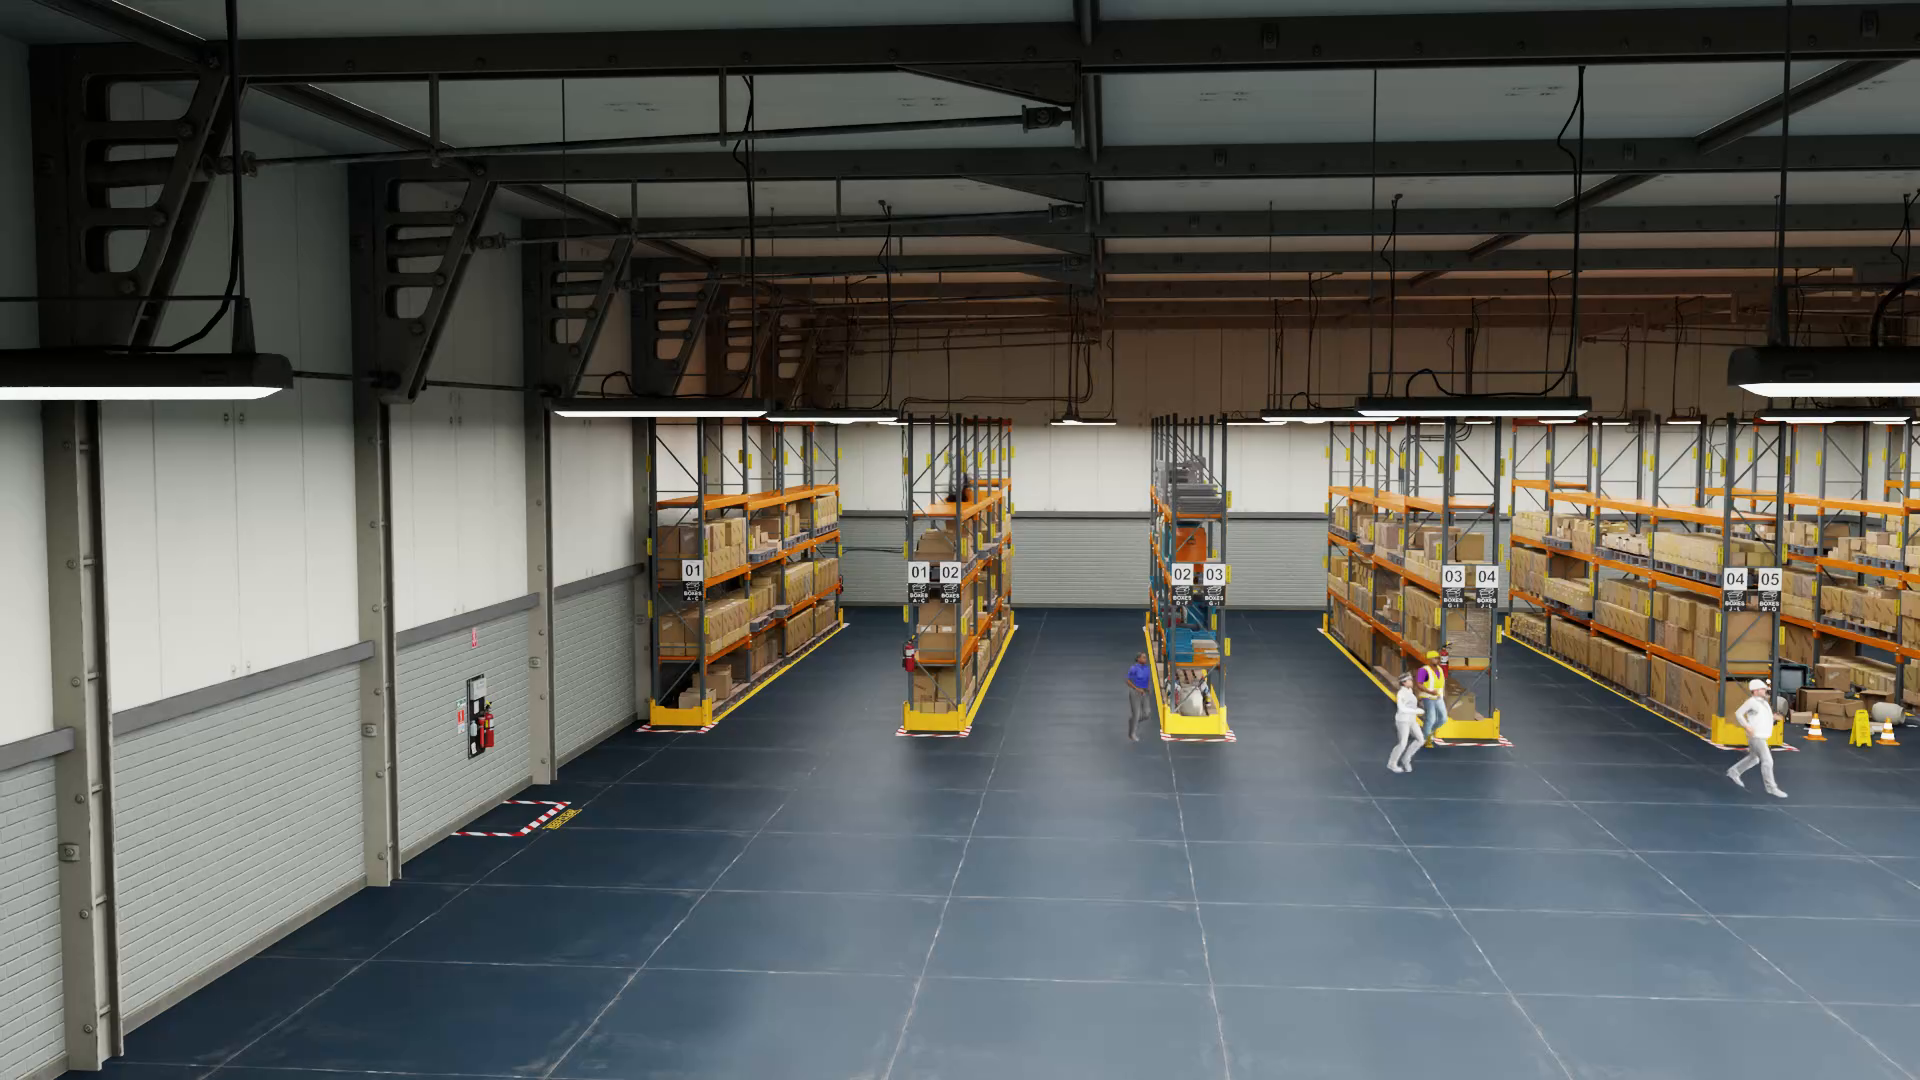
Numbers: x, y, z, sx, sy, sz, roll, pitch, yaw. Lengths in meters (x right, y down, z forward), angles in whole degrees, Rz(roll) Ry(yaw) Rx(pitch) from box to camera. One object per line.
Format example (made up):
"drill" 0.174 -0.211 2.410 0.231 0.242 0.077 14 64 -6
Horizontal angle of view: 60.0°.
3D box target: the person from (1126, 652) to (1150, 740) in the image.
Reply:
"person" 3.336 2.877 30.638 0.620 1.617 0.533 -2 4 -31

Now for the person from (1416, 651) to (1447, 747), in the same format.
"person" 8.530 2.850 29.844 0.738 1.727 0.559 -2 4 -28

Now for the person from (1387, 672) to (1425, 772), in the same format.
"person" 7.398 3.021 27.524 0.651 1.698 0.619 3 5 37

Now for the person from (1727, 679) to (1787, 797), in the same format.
"person" 12.466 3.061 25.981 0.956 1.768 0.651 4 5 44
